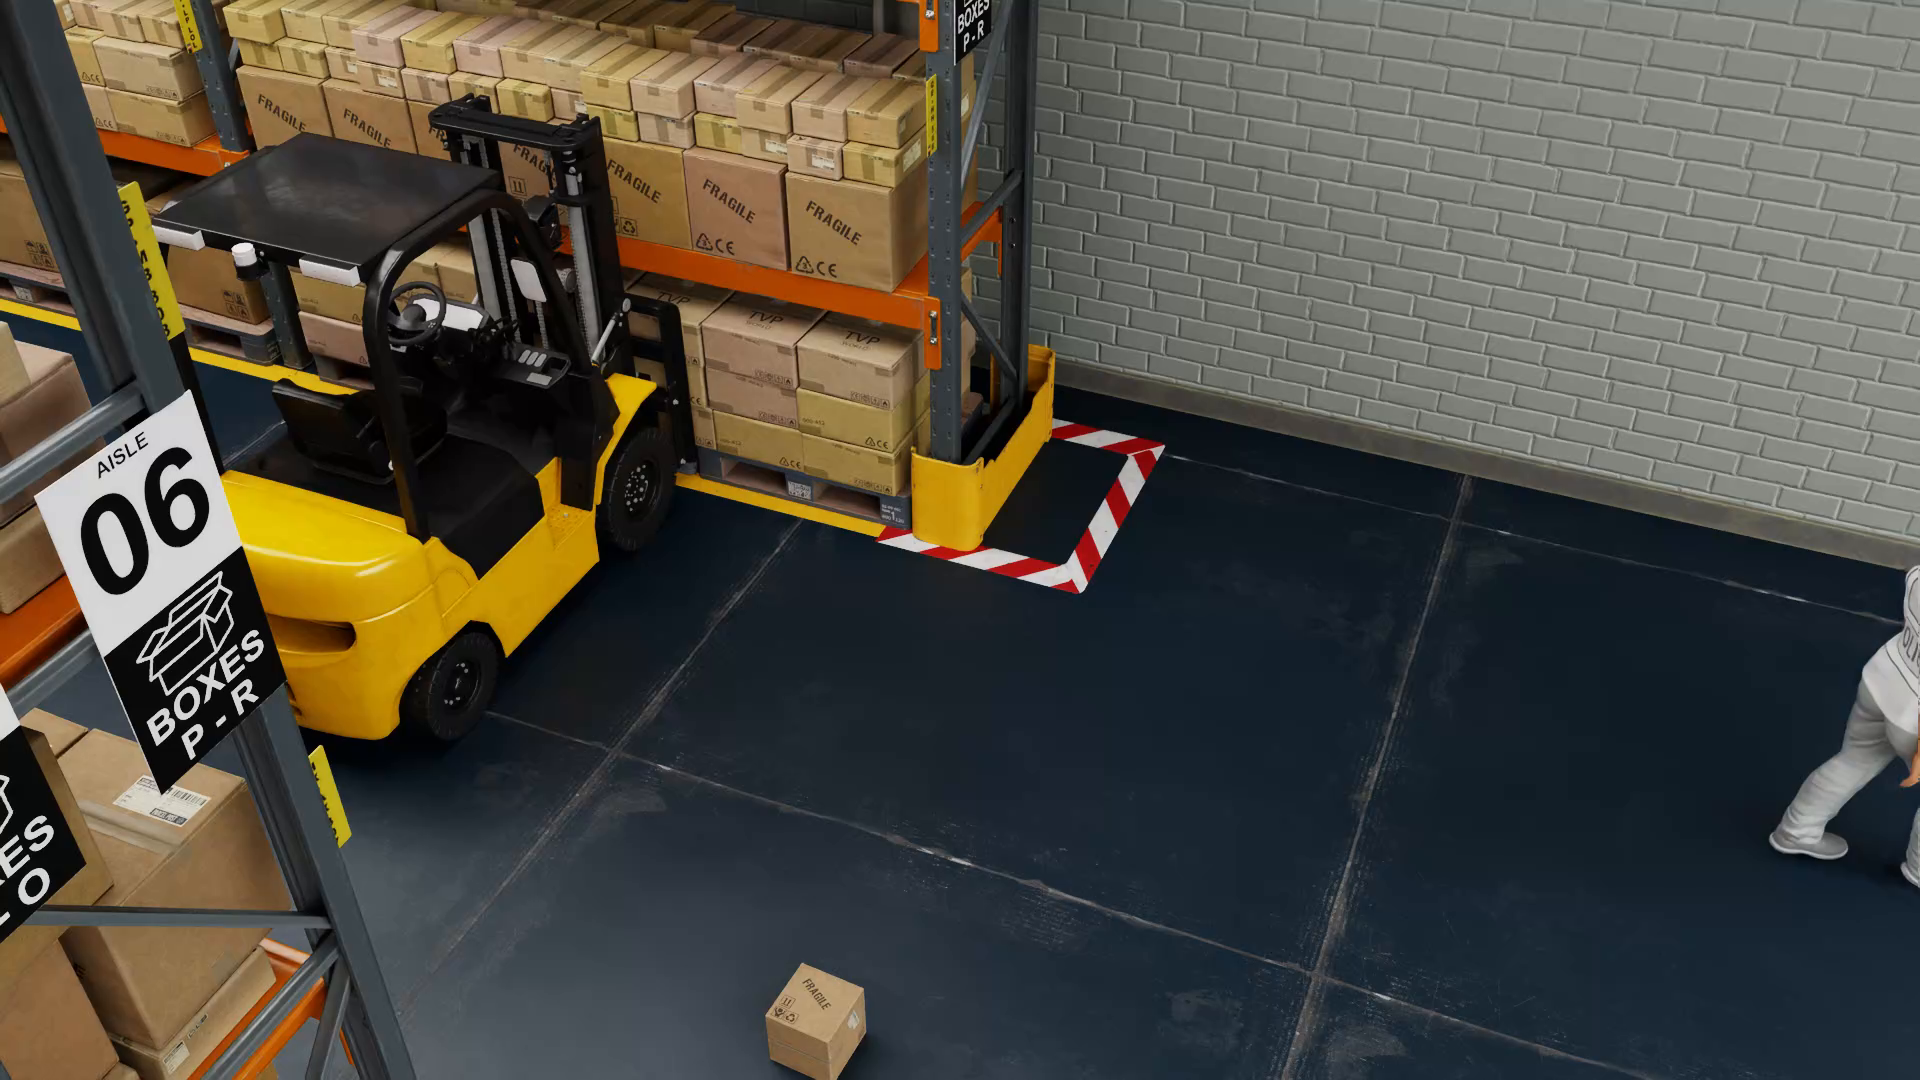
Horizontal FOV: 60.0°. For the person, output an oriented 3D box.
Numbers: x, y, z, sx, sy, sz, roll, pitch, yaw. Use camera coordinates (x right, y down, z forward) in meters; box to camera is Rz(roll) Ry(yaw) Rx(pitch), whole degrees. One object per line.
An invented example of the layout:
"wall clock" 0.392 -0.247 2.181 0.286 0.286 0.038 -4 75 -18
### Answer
"person" 3.494 0.674 6.052 0.585 1.332 0.428 -2 38 -2
